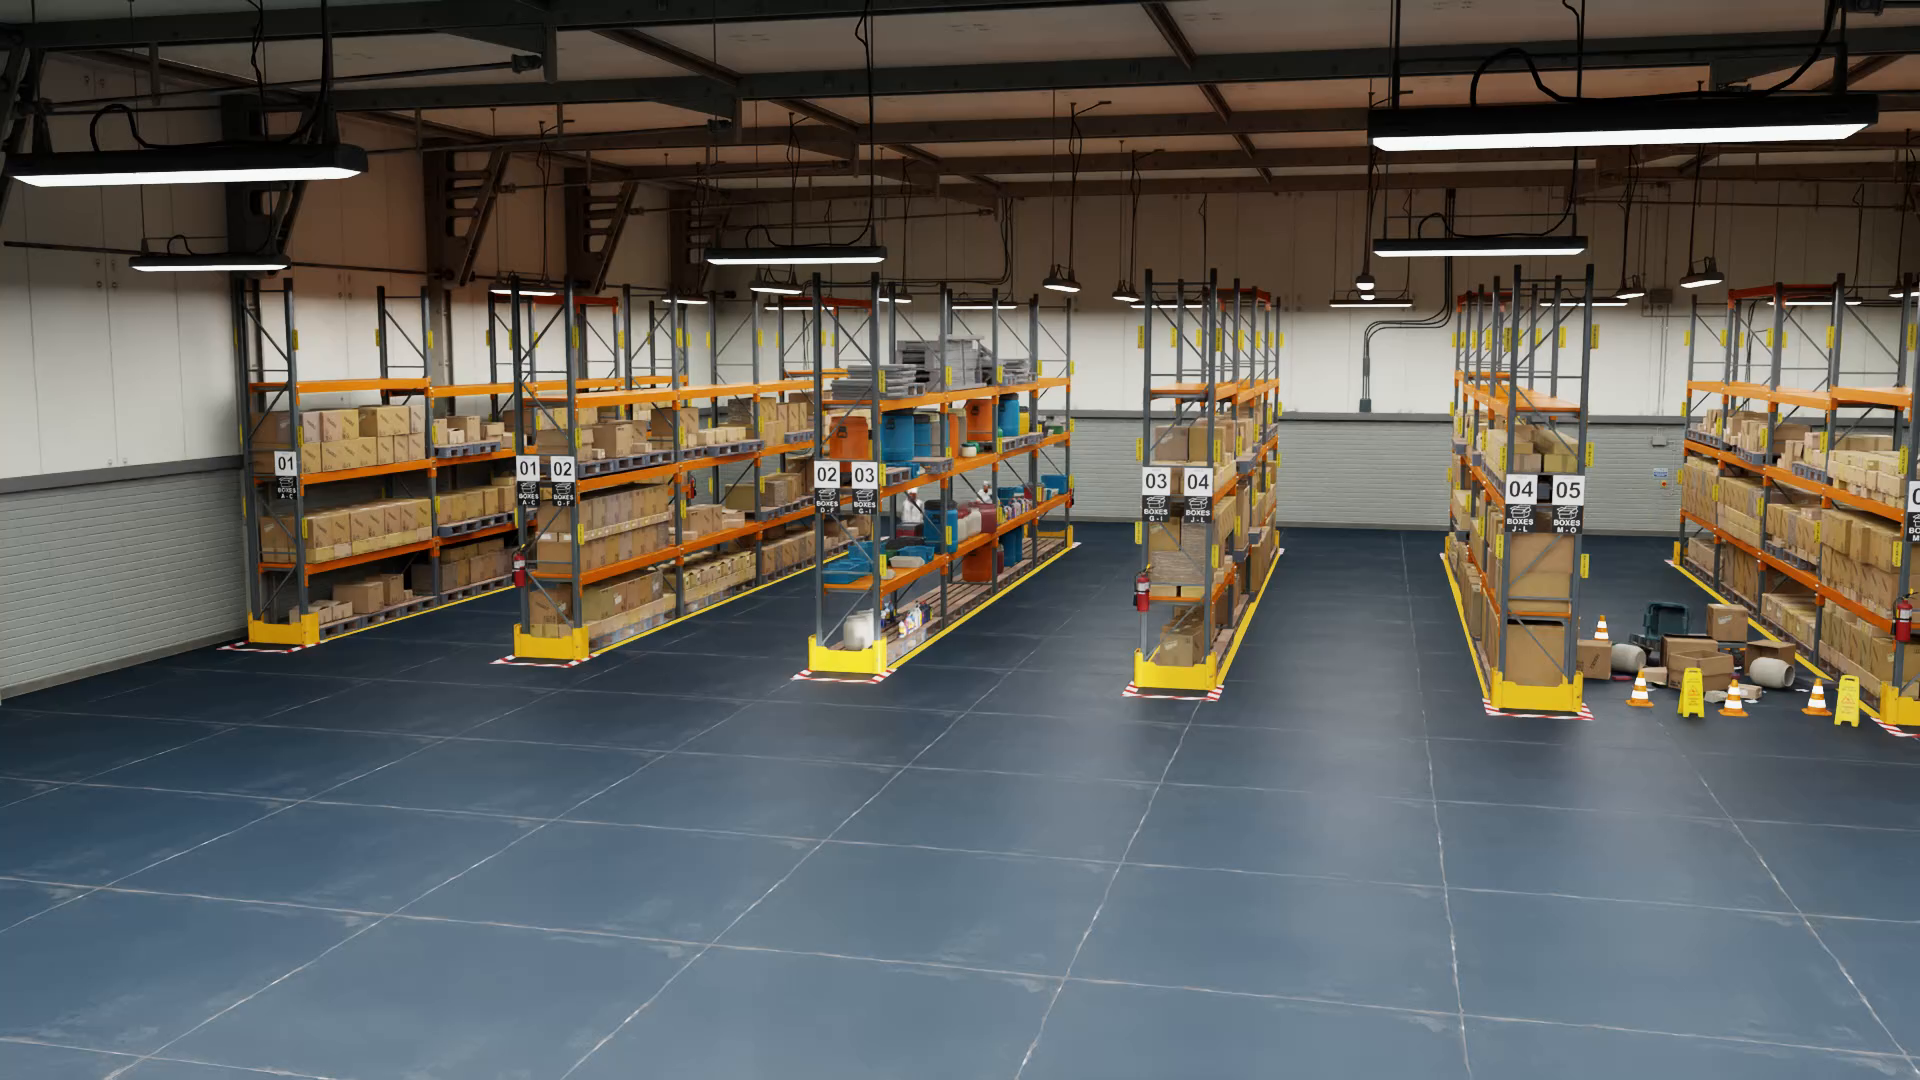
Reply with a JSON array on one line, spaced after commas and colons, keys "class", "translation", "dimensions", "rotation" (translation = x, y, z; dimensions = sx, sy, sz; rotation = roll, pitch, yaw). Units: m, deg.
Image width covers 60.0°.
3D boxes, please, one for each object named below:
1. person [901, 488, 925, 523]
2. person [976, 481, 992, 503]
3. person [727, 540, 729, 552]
[{"class": "person", "translation": [-1.074, -0.338, 37.266], "dimensions": [0.589, 1.707, 1.069], "rotation": [1, 7, 9]}, {"class": "person", "translation": [0.709, -0.696, 41.048], "dimensions": [0.573, 1.572, 0.759], "rotation": [4, 8, 27]}, {"class": "person", "translation": [-5.177, -0.547, 38.400], "dimensions": [0.559, 1.373, 0.449], "rotation": [1, 7, 11]}]
